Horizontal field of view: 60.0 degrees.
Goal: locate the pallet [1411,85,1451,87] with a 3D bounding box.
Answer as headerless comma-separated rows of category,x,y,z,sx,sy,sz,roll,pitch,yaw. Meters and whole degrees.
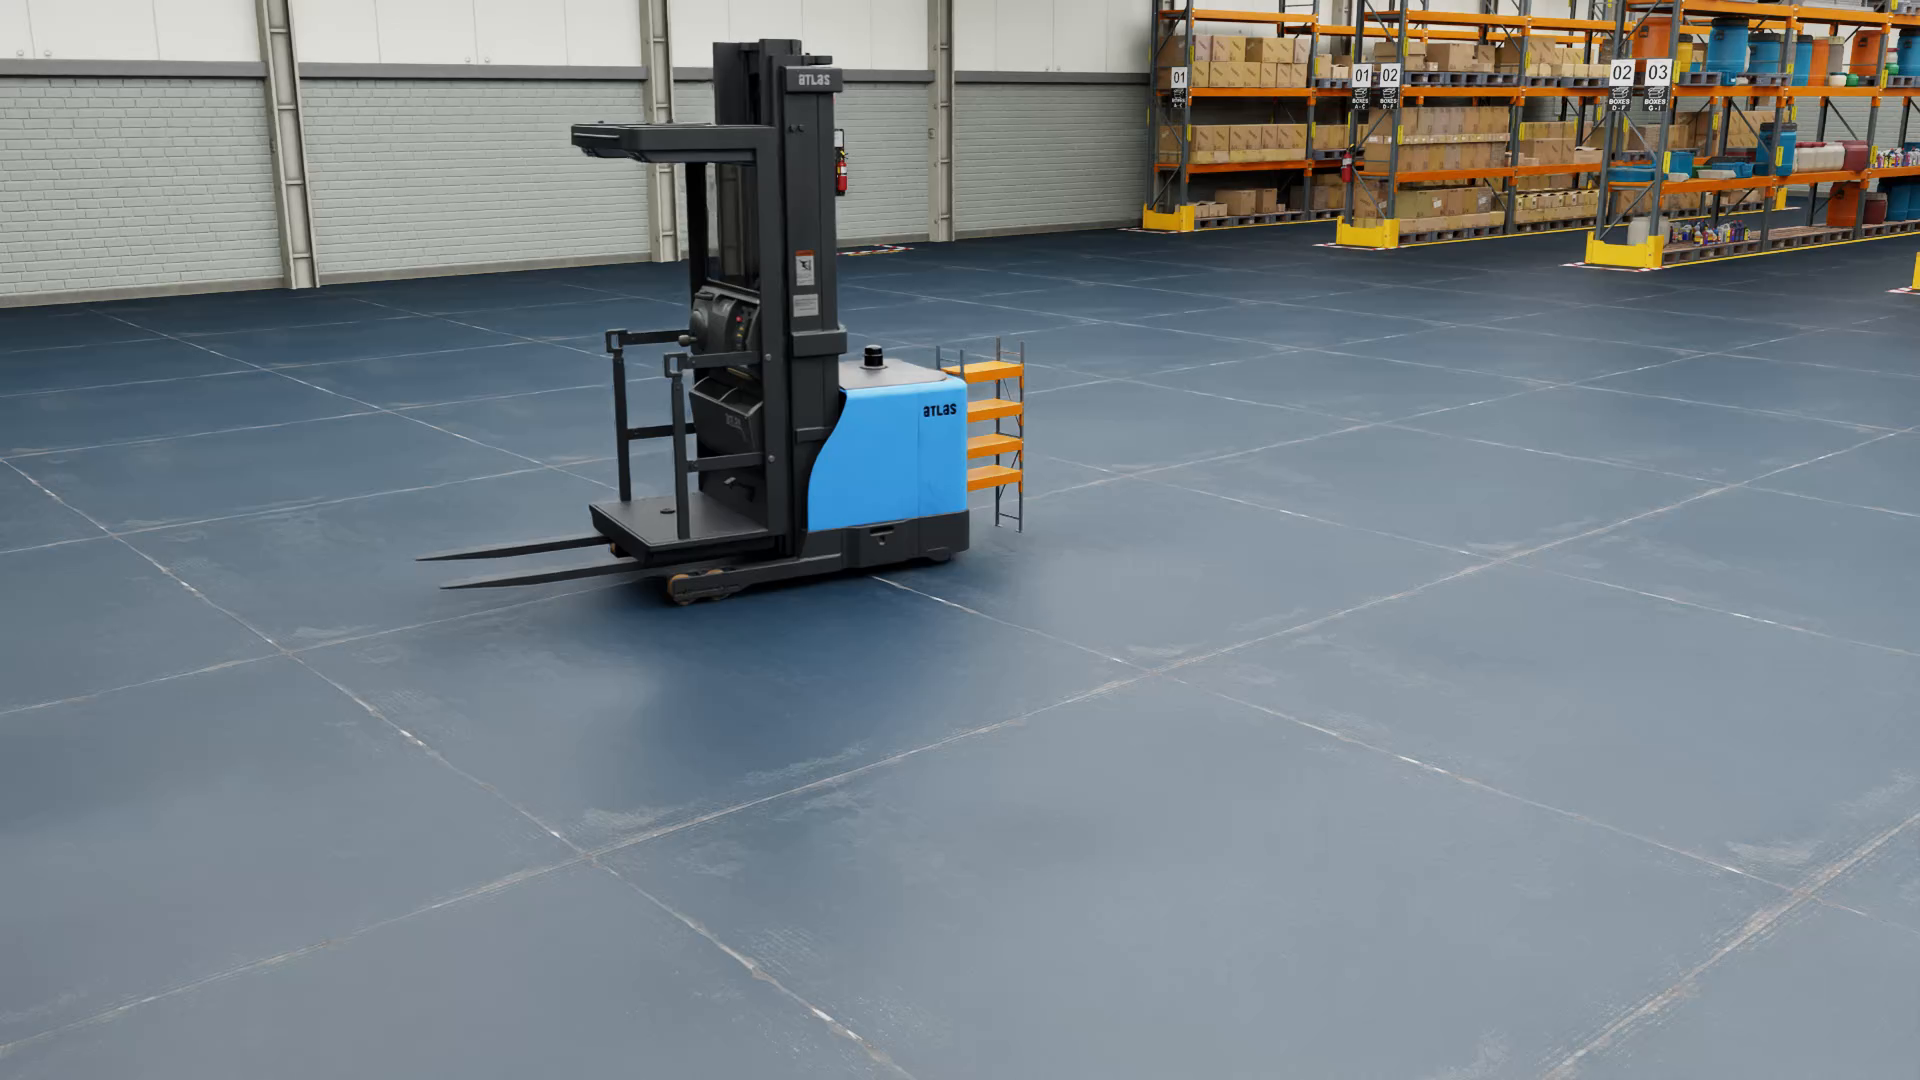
pallet,10.703,-10.656,38.883,1.003,0.211,1.213,-12,19,-37

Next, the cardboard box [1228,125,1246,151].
cardboard box,5.548,-8.313,34.358,0.500,0.500,0.500,-13,20,-41

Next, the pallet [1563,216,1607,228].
pallet,12.860,-6.736,35.057,1.213,0.211,1.003,-13,19,-39

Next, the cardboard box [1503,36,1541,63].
cardboard box,10.980,-9.576,32.498,0.500,0.500,0.500,-12,19,-39

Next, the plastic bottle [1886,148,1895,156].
plastic bottle,18.262,-7.504,32.627,0.185,0.351,0.144,-13,19,-39

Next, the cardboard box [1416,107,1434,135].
cardboard box,8.265,-7.710,30.595,0.500,0.500,0.700,-13,20,-41

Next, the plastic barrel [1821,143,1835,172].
plastic barrel,15.802,-7.017,30.489,0.421,0.512,0.421,0,15,0

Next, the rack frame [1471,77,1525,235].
rack frame,10.489,-7.537,32.654,0.127,3.000,1.000,-13,19,-39

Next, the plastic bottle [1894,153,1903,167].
plastic bottle,18.340,-7.435,32.513,0.135,0.276,0.152,-13,19,-39

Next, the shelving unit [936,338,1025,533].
shelving unit,0.125,-0.608,10.200,0.503,1.200,0.258,-13,19,-39

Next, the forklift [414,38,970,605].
forklift,-1.483,-1.221,9.143,3.031,2.935,1.130,-8,17,-28

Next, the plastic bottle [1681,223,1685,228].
plastic bottle,12.562,-5.365,28.932,0.133,0.283,0.061,-12,19,-37

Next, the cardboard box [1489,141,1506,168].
cardboard box,10.158,-7.509,32.355,0.500,0.500,0.700,-13,20,-41

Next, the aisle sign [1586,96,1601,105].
aisle sign,16.538,-11.743,43.364,0.004,0.787,0.394,-13,19,-39

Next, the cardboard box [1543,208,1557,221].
cardboard box,11.731,-6.606,33.684,0.500,0.250,0.500,-13,20,-41

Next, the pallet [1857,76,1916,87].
pallet,17.397,-8.718,31.630,1.213,0.211,1.003,-13,19,-39

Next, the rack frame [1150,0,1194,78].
rack frame,4.217,-10.722,32.951,0.127,3.000,1.000,-13,19,-39

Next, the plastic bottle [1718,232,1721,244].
plastic bottle,12.856,-5.128,28.206,0.097,0.201,0.097,0,15,0

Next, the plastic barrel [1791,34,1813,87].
plastic barrel,14.966,-8.613,29.900,0.708,0.901,0.600,-13,19,-39

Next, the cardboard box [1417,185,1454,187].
cardboard box,9.179,-6.587,32.158,0.500,0.500,0.500,-13,19,-39

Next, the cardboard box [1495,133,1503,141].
cardboard box,10.237,-7.769,32.074,0.250,0.149,0.380,-13,20,-41

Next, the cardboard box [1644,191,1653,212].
cardboard box,14.810,-7.415,36.188,0.500,0.500,0.500,-13,20,-40

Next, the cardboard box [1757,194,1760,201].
cardboard box,18.928,-8.222,39.858,0.250,0.166,0.380,-13,19,-39

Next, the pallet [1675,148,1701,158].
pallet,15.850,-8.685,37.325,1.213,0.211,1.003,-13,19,-39

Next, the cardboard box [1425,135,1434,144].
cardboard box,8.487,-7.375,30.598,0.250,0.149,0.380,-13,20,-40

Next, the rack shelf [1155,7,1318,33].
rack shelf,5.726,-10.711,34.313,4.000,0.370,1.077,-13,19,-39

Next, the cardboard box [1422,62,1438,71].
cardboard box,8.475,-8.623,30.308,0.250,0.149,0.380,-13,19,-39

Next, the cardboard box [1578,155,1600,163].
cardboard box,13.009,-7.887,34.452,0.250,0.149,0.380,-13,19,-39

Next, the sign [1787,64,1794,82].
sign,14.091,-7.917,28.246,0.005,0.325,0.100,-13,19,-39

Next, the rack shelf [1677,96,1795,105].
rack shelf,18.033,-10.333,38.702,4.000,0.370,1.077,-13,19,-39

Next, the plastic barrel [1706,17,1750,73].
plastic barrel,12.917,-8.319,27.983,0.708,0.901,0.600,-13,19,-39

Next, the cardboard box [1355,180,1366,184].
cardboard box,8.887,-8.241,37.828,0.500,0.250,0.500,-13,20,-40

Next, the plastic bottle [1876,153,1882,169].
plastic bottle,17.572,-7.251,31.808,0.133,0.283,0.061,-13,19,-39

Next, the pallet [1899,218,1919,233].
pallet,19.163,-6.458,34.016,1.213,0.211,1.003,-13,19,-39

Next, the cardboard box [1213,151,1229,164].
cardboard box,5.176,-7.872,34.160,0.500,0.250,0.500,-13,20,-41

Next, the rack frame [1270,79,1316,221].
rack frame,7.234,-8.501,36.262,0.127,3.000,1.000,-13,19,-39

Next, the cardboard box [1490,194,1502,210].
cardboard box,10.606,-6.807,33.348,0.500,0.311,0.500,-13,19,-39

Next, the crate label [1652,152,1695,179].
crate label,11.931,-6.276,27.865,0.616,0.435,0.502,-13,19,-39

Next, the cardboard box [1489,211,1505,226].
cardboard box,10.283,-6.290,32.502,0.500,0.250,0.500,-13,19,-39

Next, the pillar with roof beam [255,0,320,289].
pillar with roof beam,-6.576,-7.121,19.472,0.400,9.000,9.100,-13,19,-39

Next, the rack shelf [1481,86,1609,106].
rack shelf,11.998,-8.977,33.628,4.000,0.370,1.077,-13,19,-39

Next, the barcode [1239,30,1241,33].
barcode,5.904,-10.716,35.062,0.075,0.075,0.001,-13,19,-39

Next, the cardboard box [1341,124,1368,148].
cardboard box,8.979,-9.142,37.618,0.500,0.500,0.700,-13,19,-39

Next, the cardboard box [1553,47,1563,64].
cardboard box,14.744,-12.085,41.700,0.500,0.500,0.500,-12,19,-39

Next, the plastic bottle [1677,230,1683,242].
plastic bottle,12.365,-5.225,28.569,0.097,0.201,0.097,0,15,0

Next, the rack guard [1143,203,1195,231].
rack guard,4.274,-6.628,34.096,0.348,0.500,1.175,-13,19,-39

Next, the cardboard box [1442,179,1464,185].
cardboard box,11.558,-8.589,39.944,0.750,0.750,0.750,-13,20,-40

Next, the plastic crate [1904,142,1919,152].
plastic crate,19.901,-8.094,34.654,0.575,0.384,0.392,-13,19,-39

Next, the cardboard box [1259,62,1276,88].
cardboard box,6.233,-9.690,34.669,0.500,0.500,0.500,-14,20,-41

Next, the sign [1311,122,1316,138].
sign,7.596,-8.815,35.760,0.005,0.325,0.100,-13,19,-39

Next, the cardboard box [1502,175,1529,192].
cardboard box,13.901,-8.958,42.004,0.500,0.500,0.700,-12,19,-39

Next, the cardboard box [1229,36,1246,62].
cardboard box,5.458,-9.995,33.876,0.500,0.500,0.500,-12,19,-38

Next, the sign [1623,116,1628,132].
sign,13.873,-8.667,34.639,0.005,0.325,0.100,-13,19,-39

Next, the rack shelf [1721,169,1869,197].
rack shelf,15.247,-6.563,30.403,4.000,0.370,1.077,-13,19,-39

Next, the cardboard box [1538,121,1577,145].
cardboard box,15.367,-10.465,43.034,0.700,0.700,0.980,-13,20,-40

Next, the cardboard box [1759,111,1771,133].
cardboard box,18.618,-9.798,38.987,0.500,0.500,0.500,-12,19,-38

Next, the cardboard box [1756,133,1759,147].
cardboard box,18.613,-9.317,39.125,0.500,0.500,0.500,-12,19,-39
